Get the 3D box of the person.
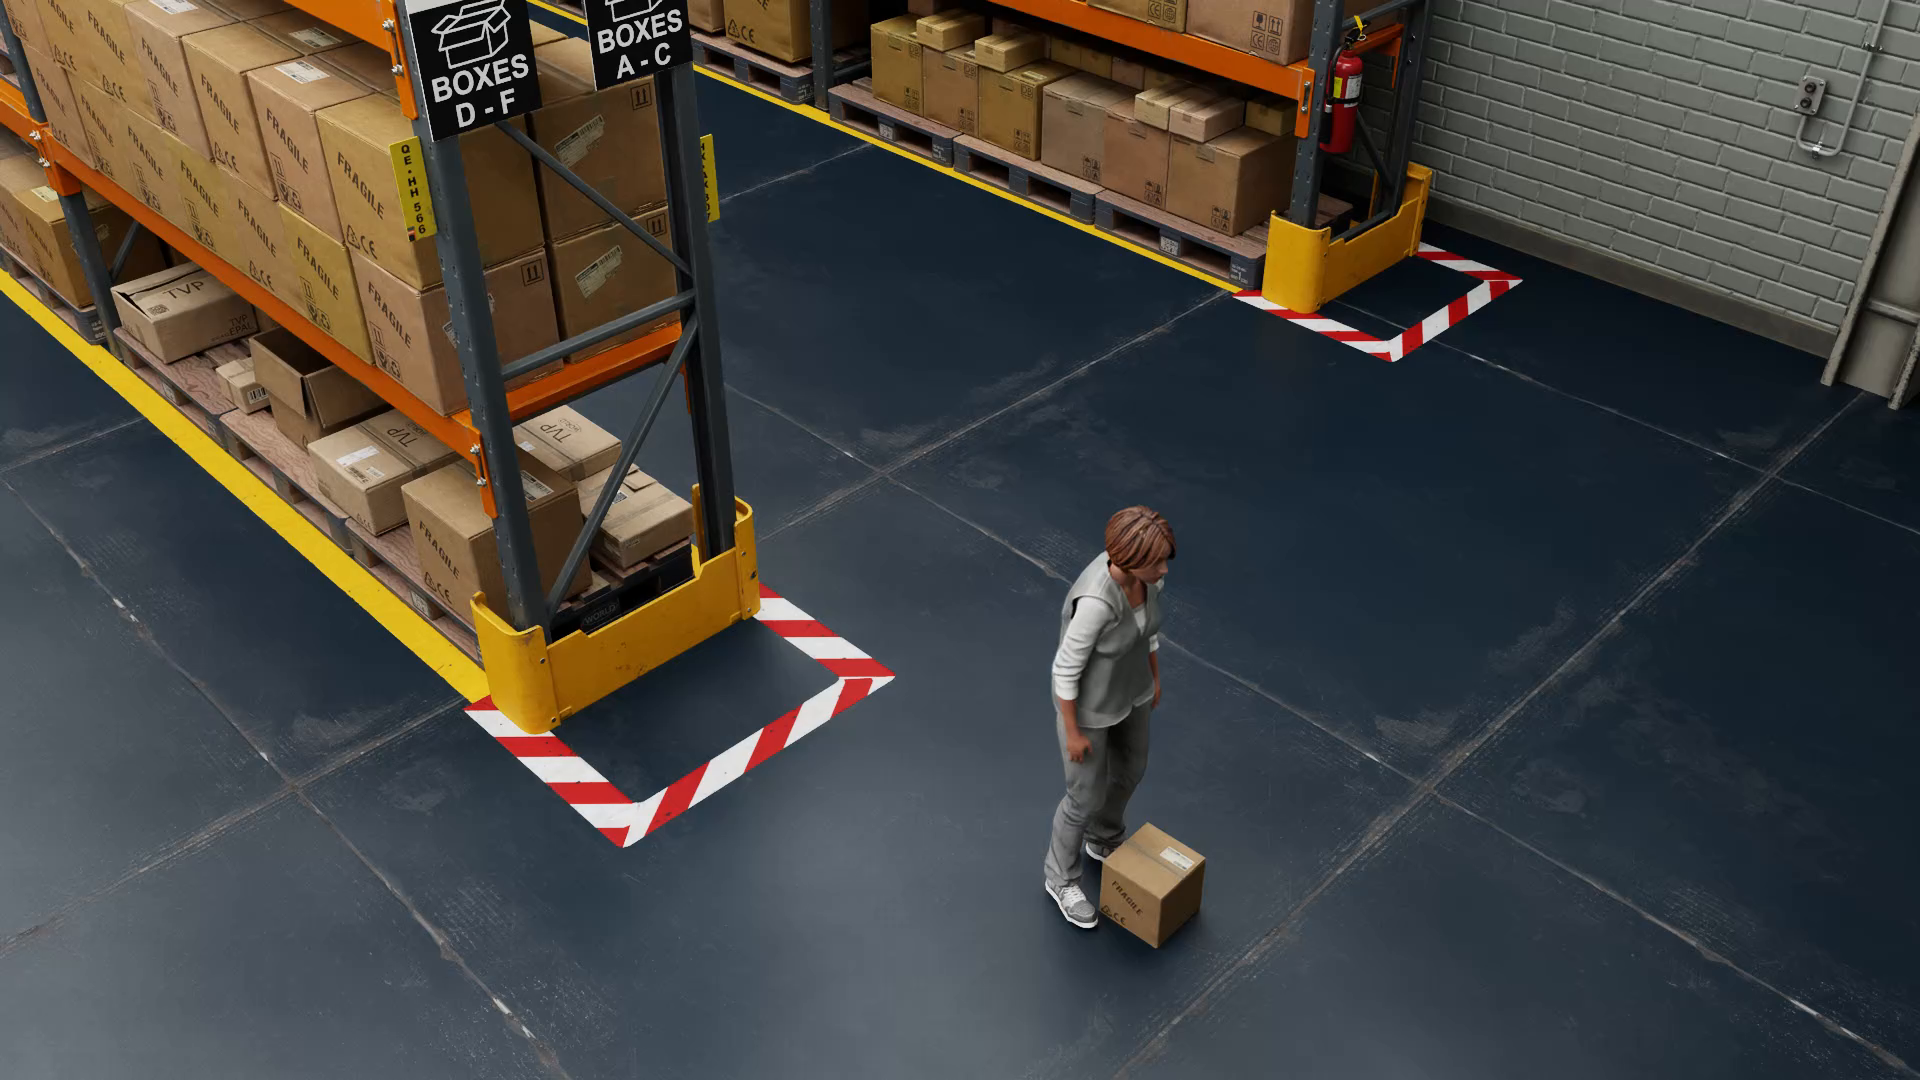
[{"bbox_3d":[0.485,0.546,5.414,0.350,1.581,0.471,30,45,34],"label":"person"}]
